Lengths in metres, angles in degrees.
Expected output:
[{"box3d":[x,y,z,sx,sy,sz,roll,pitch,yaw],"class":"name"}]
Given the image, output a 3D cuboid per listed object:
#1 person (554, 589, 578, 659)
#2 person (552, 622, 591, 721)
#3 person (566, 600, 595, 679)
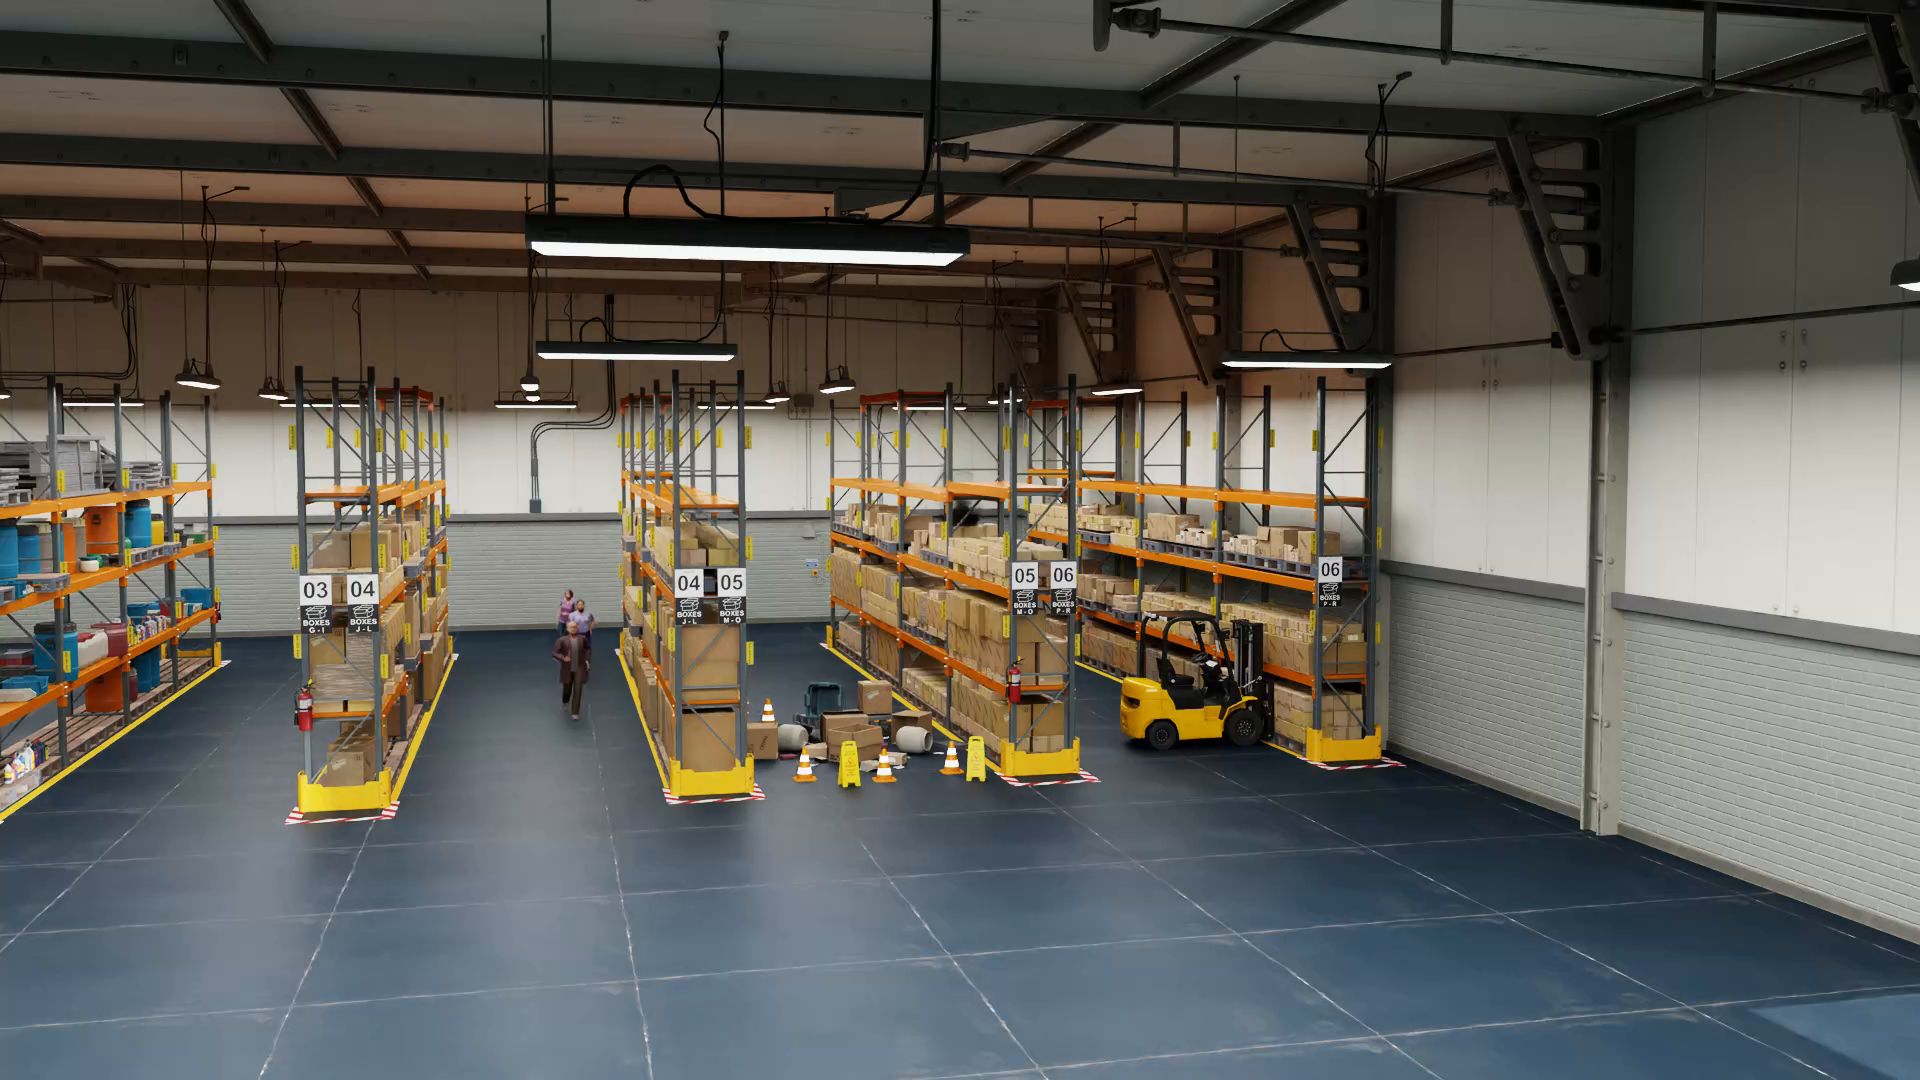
[{"box3d":[-9.058,1.933,38.477,0.563,1.600,0.825,0,3,6],"class":"person"},{"box3d":[-6.985,2.432,29.941,0.702,1.553,0.833,-1,4,-22],"class":"person"},{"box3d":[-7.970,2.069,34.992,0.612,1.634,0.894,-1,4,-18],"class":"person"}]
